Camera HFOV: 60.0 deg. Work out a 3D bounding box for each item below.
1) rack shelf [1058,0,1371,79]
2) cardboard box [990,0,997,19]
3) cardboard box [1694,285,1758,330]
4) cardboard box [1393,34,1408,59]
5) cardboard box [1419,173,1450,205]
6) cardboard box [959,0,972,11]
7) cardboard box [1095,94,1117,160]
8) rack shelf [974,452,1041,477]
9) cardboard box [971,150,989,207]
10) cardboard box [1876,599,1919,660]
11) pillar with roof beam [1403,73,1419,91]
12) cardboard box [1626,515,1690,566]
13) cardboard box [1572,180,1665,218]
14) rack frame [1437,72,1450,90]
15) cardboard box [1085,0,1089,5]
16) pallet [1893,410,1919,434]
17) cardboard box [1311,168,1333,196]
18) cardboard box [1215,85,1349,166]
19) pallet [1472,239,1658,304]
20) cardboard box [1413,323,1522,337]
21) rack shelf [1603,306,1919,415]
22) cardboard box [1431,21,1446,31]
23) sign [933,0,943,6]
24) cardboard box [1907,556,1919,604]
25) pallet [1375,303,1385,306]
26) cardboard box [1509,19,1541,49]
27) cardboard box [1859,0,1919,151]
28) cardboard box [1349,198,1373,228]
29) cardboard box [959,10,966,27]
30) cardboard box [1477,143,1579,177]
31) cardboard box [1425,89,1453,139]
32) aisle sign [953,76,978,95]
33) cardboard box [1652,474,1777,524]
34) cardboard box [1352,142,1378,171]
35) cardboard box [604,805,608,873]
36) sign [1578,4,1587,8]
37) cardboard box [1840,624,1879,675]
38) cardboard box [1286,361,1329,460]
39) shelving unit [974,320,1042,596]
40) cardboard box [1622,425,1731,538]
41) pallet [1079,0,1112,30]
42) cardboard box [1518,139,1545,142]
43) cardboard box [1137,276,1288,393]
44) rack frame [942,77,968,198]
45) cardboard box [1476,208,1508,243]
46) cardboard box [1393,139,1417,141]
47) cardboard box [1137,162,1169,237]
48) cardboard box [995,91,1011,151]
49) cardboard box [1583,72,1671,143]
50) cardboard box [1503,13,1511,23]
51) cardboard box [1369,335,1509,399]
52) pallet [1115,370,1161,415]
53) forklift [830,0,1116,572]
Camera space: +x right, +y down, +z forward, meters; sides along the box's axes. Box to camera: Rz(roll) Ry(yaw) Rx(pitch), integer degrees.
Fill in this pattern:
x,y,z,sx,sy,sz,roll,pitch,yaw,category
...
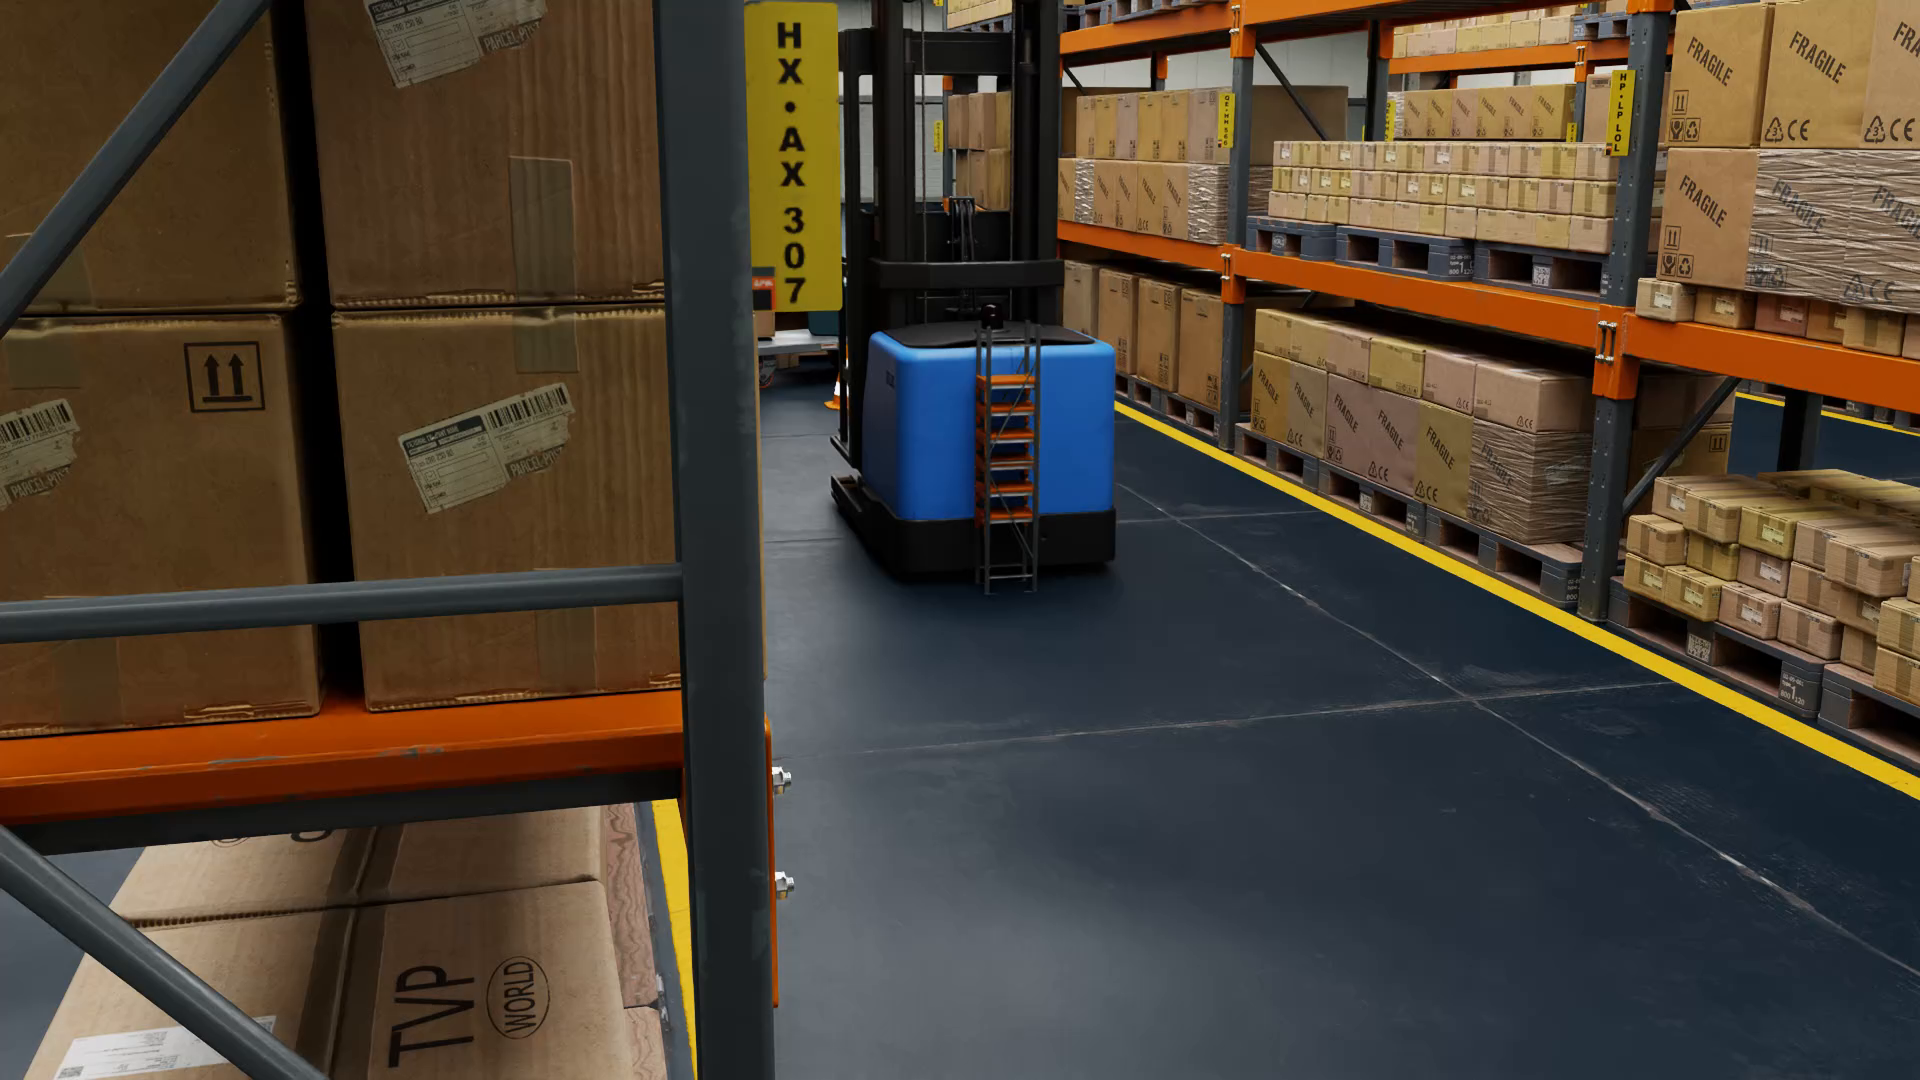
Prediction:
x,y,z,sx,sy,sz,roll,pitch,yaw,category
1.719,-3.636,12.185,1.077,0.370,4.000,-3,14,-13,rack shelf
0.494,-4.996,15.668,0.380,0.149,0.250,-3,14,-13,cardboard box
3.009,-0.883,6.251,0.380,0.149,0.250,-3,14,-12,cardboard box
5.017,-5.424,18.305,0.500,0.250,0.500,-3,14,-12,cardboard box
2.530,-1.755,8.309,0.380,0.149,0.250,-3,14,-13,cardboard box
0.294,-5.451,16.693,0.500,0.250,0.500,-3,14,-14,cardboard box
1.494,-3.291,13.261,0.700,0.500,0.500,-4,14,-14,cardboard box
0.209,-0.319,7.384,0.258,0.103,0.180,-3,15,-12,rack shelf
0.601,-3.640,16.692,0.875,0.550,0.550,-3,14,-13,cardboard box
3.241,0.290,5.414,0.380,0.149,0.250,-3,14,-14,cardboard box
9.374,-14.476,48.718,9.100,9.000,0.400,-3,14,-13,pillar with roof beam
2.902,-0.006,6.628,0.380,0.149,0.250,-3,14,-11,cardboard box
2.843,-1.451,7.065,0.380,0.149,0.250,-3,14,-11,cardboard box
5.155,-4.166,19.157,1.000,3.000,0.127,-3,14,-13,rack frame
1.316,-4.855,15.094,0.380,0.149,0.250,-4,14,-14,cardboard box
7.146,-0.779,11.173,1.003,0.211,1.213,-3,14,-13,pallet
2.239,-2.047,9.503,0.380,0.149,0.250,-4,14,-15,cardboard box
2.093,-2.705,10.863,0.700,0.500,0.500,-3,14,-13,cardboard box
3.090,-1.235,7.568,1.003,0.211,1.213,-3,14,-13,pallet
2.837,-1.044,9.181,0.500,0.250,0.500,-3,14,-12,cardboard box
3.598,-0.333,4.987,1.077,0.370,4.000,-3,14,-13,rack shelf
5.188,-5.428,17.478,0.380,0.149,0.250,-3,14,-13,cardboard box
-0.231,-5.803,17.531,0.100,0.325,0.005,-3,14,-13,sign
3.330,0.142,5.396,0.380,0.149,0.250,-4,14,-16,cardboard box
5.329,-2.604,18.641,1.003,0.211,1.213,-3,14,-13,pallet
5.621,-4.839,15.909,0.500,0.250,0.500,-3,14,-12,cardboard box
3.222,-1.469,5.174,0.500,0.500,0.500,-3,14,-12,cardboard box
2.354,-1.787,9.065,0.380,0.149,0.250,-3,14,-11,cardboard box
0.198,-5.287,16.859,0.380,0.149,0.250,-3,14,-13,cardboard box
2.659,-1.779,7.780,0.380,0.149,0.250,-3,14,-13,cardboard box
5.248,-4.471,17.464,0.500,0.500,0.500,-3,14,-13,cardboard box
0.002,-5.175,17.811,0.394,0.787,0.004,-3,14,-13,aisle sign
3.008,-0.161,6.635,0.380,0.149,0.250,-3,14,-11,cardboard box
2.355,-2.078,9.005,0.380,0.149,0.250,-3,14,-11,cardboard box
-1.406,0.553,4.357,0.875,0.438,0.875,-4,14,-15,cardboard box
5.569,-4.919,14.832,0.100,0.325,0.005,-3,14,-13,sign
3.278,0.370,5.713,0.380,0.149,0.250,-4,14,-16,cardboard box
2.228,-0.763,9.614,0.500,0.500,0.500,-3,14,-13,cardboard box
0.209,-0.362,7.373,0.258,1.200,0.189,-3,15,-12,shelving unit
3.212,-0.319,7.795,0.500,0.500,0.500,-3,14,-11,cardboard box
1.512,-4.145,13.156,0.805,0.209,1.217,-4,14,-15,pallet
5.965,-3.661,16.252,0.875,0.500,0.500,-3,14,-13,cardboard box
1.924,-1.525,12.205,1.050,0.750,0.750,-3,14,-12,cardboard box
0.310,-3.912,18.121,1.000,3.000,0.127,-3,14,-13,rack frame
2.666,-1.482,7.818,0.380,0.149,0.250,-4,14,-16,cardboard box
5.257,-4.230,18.585,0.875,0.500,0.500,-3,14,-13,cardboard box
1.589,-2.435,11.863,0.500,0.500,0.500,-4,14,-14,cardboard box
0.828,-4.049,16.087,0.875,0.550,0.500,-3,14,-13,cardboard box
6.145,-3.547,14.477,1.000,1.000,1.000,-3,14,-13,cardboard box
5.541,-5.125,16.241,0.380,0.149,0.250,-3,14,-11,cardboard box
2.462,-0.896,8.578,0.500,0.250,0.500,-4,14,-16,cardboard box
1.794,-1.179,12.809,1.003,0.211,1.213,-3,14,-13,pallet
-0.094,-1.579,8.716,1.130,2.935,3.031,-3,14,-12,forklift
